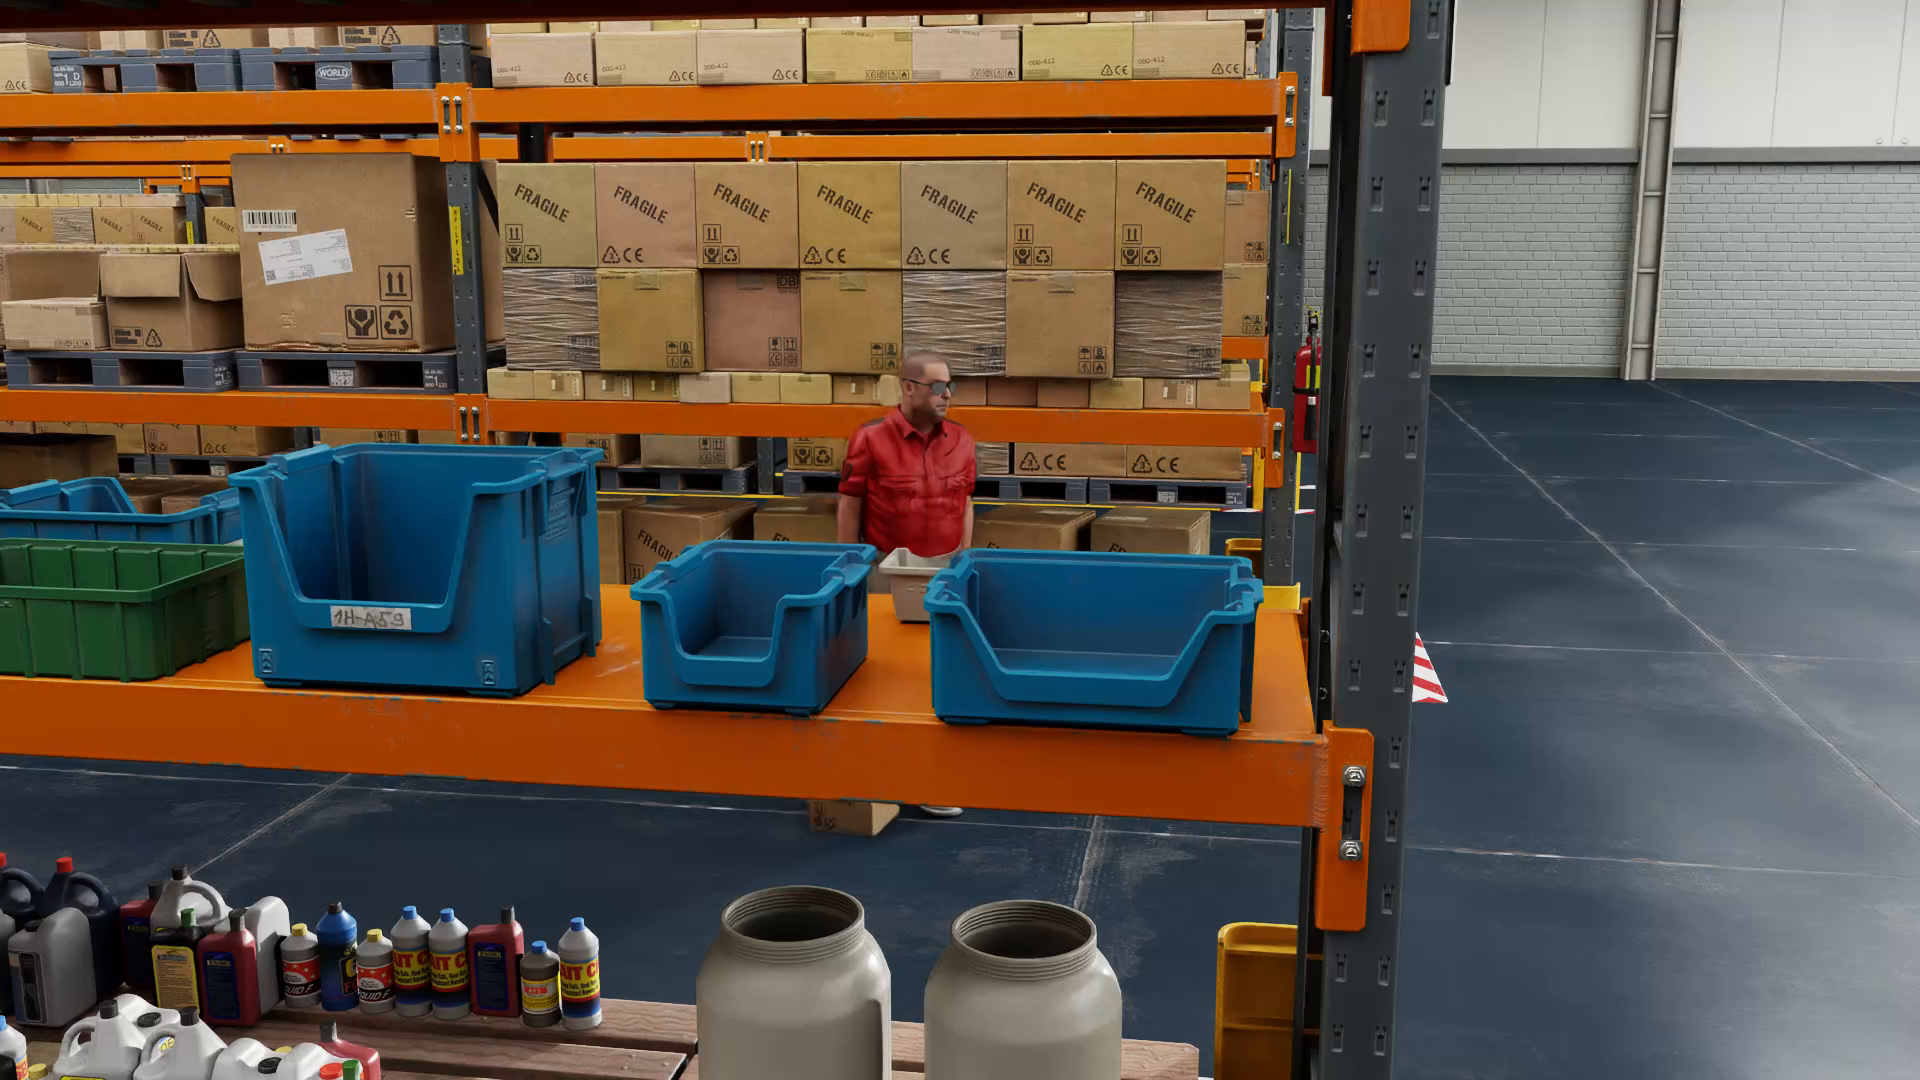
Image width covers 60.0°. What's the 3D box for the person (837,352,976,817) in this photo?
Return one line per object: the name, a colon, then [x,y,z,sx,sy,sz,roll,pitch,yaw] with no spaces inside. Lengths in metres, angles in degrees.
person: [-0.219,0.149,6.224,0.576,1.713,0.582,-5,12,-23]
